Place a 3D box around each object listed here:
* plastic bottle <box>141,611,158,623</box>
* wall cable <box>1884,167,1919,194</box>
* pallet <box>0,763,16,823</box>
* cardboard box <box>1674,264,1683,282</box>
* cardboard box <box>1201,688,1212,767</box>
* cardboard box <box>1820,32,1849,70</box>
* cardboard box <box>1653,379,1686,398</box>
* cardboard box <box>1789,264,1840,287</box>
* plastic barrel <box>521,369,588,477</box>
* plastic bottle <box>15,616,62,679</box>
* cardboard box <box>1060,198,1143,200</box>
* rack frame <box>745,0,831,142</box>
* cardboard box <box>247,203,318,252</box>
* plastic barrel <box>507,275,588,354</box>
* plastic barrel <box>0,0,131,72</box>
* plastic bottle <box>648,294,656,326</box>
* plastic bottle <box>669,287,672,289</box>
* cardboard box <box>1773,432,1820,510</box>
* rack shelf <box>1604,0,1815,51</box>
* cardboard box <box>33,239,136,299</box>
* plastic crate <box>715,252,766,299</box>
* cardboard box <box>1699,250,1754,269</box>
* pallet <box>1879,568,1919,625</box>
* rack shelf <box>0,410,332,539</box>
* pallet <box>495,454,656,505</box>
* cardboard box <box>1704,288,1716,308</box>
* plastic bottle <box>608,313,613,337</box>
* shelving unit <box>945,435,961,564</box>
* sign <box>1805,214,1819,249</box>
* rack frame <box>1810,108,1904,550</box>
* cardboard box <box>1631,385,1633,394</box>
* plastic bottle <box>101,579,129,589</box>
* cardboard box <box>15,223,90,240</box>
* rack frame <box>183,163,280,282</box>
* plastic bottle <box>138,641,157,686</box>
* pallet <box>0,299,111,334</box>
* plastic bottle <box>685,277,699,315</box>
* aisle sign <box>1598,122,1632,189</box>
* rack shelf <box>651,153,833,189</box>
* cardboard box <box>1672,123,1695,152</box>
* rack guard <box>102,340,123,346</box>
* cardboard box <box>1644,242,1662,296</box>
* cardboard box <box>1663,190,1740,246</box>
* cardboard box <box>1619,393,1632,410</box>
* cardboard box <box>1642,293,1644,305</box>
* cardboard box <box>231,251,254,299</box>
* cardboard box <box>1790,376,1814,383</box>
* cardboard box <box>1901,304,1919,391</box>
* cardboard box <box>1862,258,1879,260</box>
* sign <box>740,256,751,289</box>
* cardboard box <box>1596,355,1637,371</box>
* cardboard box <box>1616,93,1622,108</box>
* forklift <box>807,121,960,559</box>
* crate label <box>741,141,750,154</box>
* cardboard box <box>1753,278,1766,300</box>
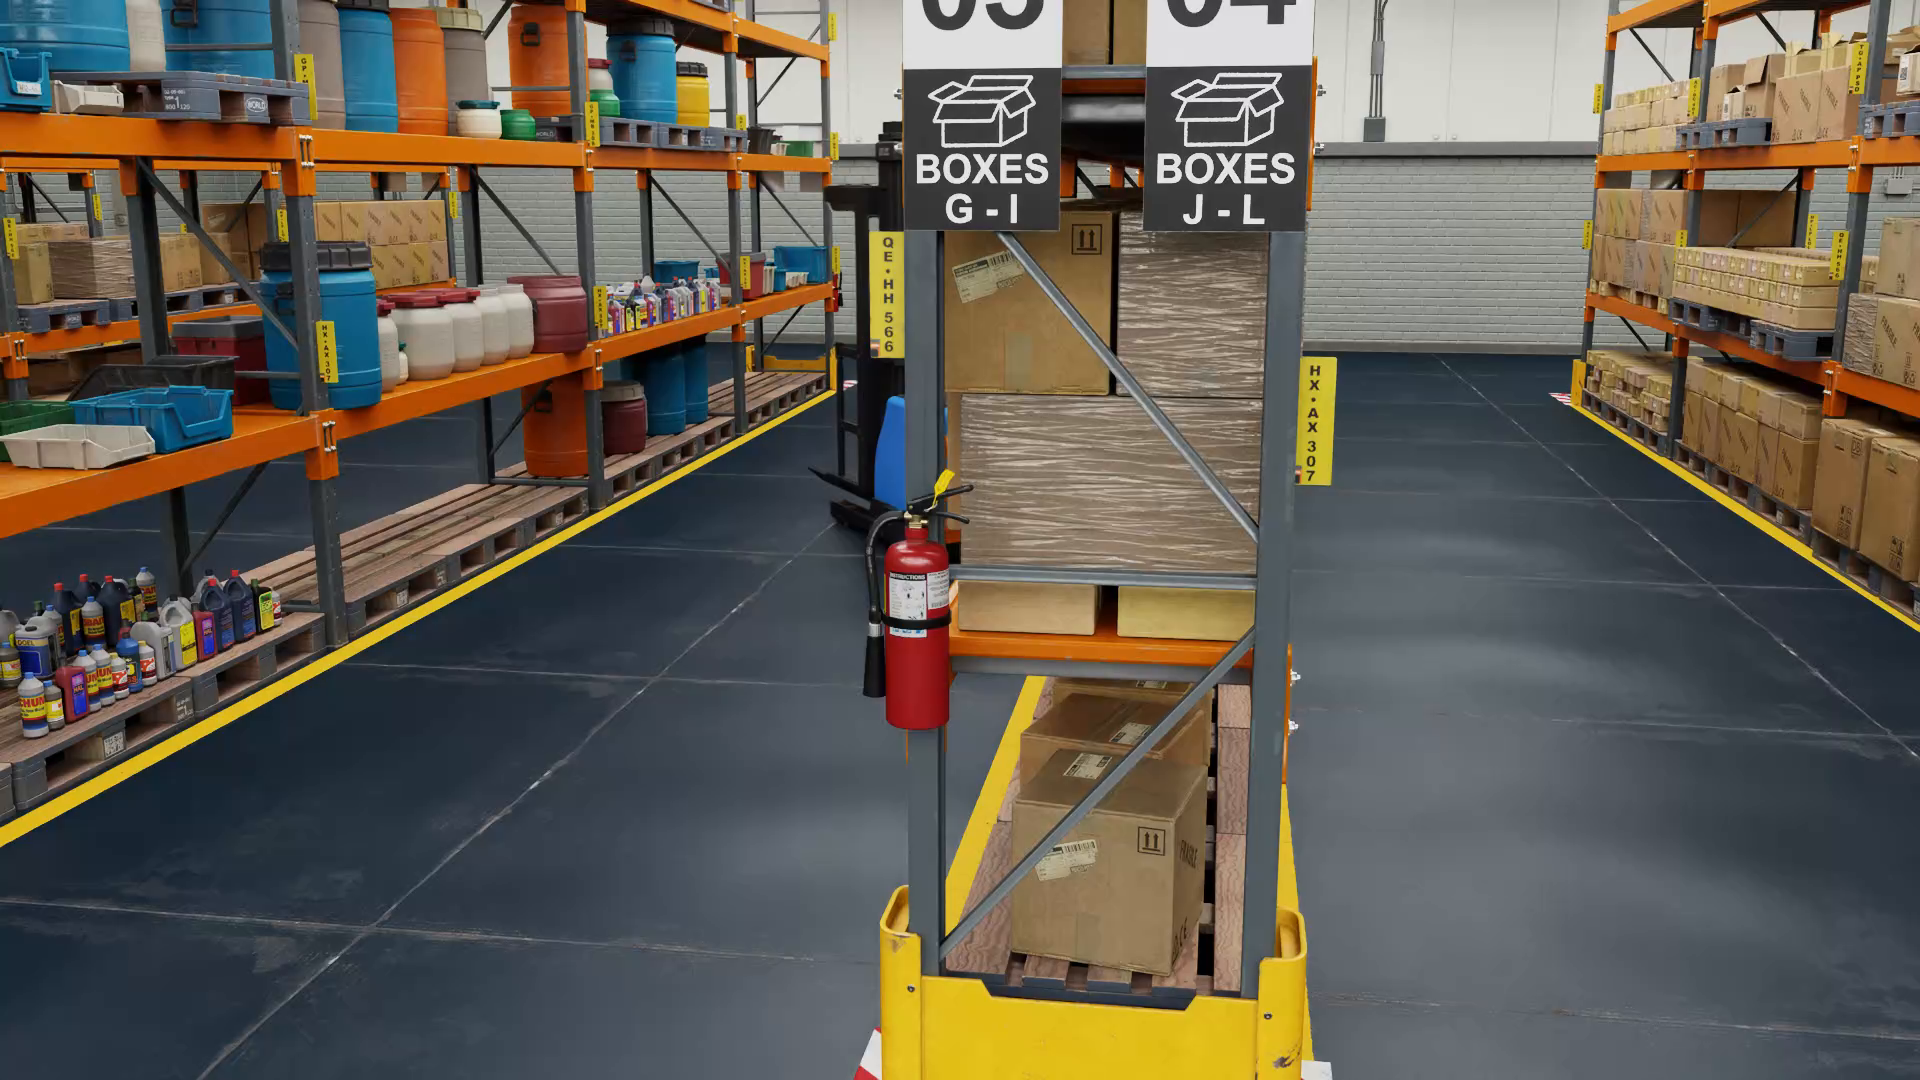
[{"bbox_3d":[-3.917,0.477,8.062,0.061,0.283,0.133,2,12,9],"label":"plastic bottle"},{"bbox_3d":[13.457,-4.591,23.691,0.585,1.953,0.123,2,12,9],"label":"wall cable"},{"bbox_3d":[-4.438,1.121,6.289,1.003,0.211,1.213,2,12,9],"label":"pallet"},{"bbox_3d":[6.576,-2.372,14.774,0.380,0.149,0.250,2,12,10],"label":"cardboard box"},{"bbox_3d":[0.776,0.622,6.923,0.500,0.500,0.500,1,12,4],"label":"cardboard box"},{"bbox_3d":[6.345,-3.468,11.791,0.396,0.266,0.258,2,12,9],"label":"cardboard box"},{"bbox_3d":[6.889,-1.451,15.963,0.380,0.149,0.250,2,12,9],"label":"cardboard box"},{"bbox_3d":[6.098,-1.869,11.732,0.380,0.149,0.250,1,12,6],"label":"cardboard box"},{"bbox_3d":[-3.245,-0.968,13.518,0.600,0.830,0.708,2,12,9],"label":"plastic barrel"},{"bbox_3d":[-4.397,0.510,7.927,0.152,0.276,0.135,2,12,9],"label":"plastic bottle"},{"bbox_3d":[0.655,-1.325,7.706,0.500,0.500,0.500,2,12,9],"label":"cardboard box"},{"bbox_3d":[-2.073,-6.319,19.954,1.000,3.000,0.127,2,12,9],"label":"rack frame"},{"bbox_3d":[-7.232,-3.341,17.767,0.500,0.500,0.500,2,12,10],"label":"cardboard box"},{"bbox_3d":[-3.076,-1.681,12.350,0.600,0.536,0.708,2,12,9],"label":"plastic barrel"},{"bbox_3d":[-4.178,-2.601,7.636,0.600,0.901,0.708,2,12,9],"label":"plastic barrel"},{"bbox_3d":[-2.695,-2.001,14.465,0.097,0.271,0.097,0,12,0],"label":"plastic bottle"},{"bbox_3d":[-2.689,-2.217,15.467,0.097,0.271,0.097,0,12,0],"label":"plastic bottle"},{"bbox_3d":[6.319,-0.507,12.164,0.500,0.500,0.500,2,12,8],"label":"cardboard box"},{"bbox_3d":[7.399,-5.207,16.510,1.077,0.370,4.000,2,12,9],"label":"rack shelf"},{"bbox_3d":[-7.883,-2.455,15.032,0.700,0.500,0.500,4,13,19],"label":"cardboard box"},{"bbox_3d":[-2.303,-2.792,17.534,0.402,0.464,0.583,2,12,9],"label":"plastic crate"},{"bbox_3d":[6.456,-2.354,13.984,0.380,0.149,0.250,2,12,8],"label":"cardboard box"},{"bbox_3d":[6.090,0.399,9.639,1.003,0.211,1.213,2,12,9],"label":"pallet"},{"bbox_3d":[-4.226,-0.120,7.139,1.077,0.370,4.000,2,12,9],"label":"rack shelf"},{"bbox_3d":[-3.223,-0.523,13.920,1.003,0.211,1.213,2,12,9],"label":"pallet"},{"bbox_3d":[6.418,-2.012,13.807,0.380,0.149,0.250,1,12,6],"label":"cardboard box"},{"bbox_3d":[-2.858,-1.747,13.451,0.097,0.201,0.097,0,12,0],"label":"plastic bottle"},{"bbox_3d":[-0.047,-0.288,10.840,0.252,1.050,0.215,-7,14,-31],"label":"shelving unit"},{"bbox_3d":[7.640,-2.760,14.932,0.100,0.325,0.005,2,12,9],"label":"sign"},{"bbox_3d":[6.476,-1.379,11.270,1.000,3.000,0.127,2,12,9],"label":"rack frame"},{"bbox_3d":[7.178,-1.569,17.220,0.380,0.149,0.250,2,12,11],"label":"cardboard box"},{"bbox_3d":[-4.424,0.349,8.677,0.152,0.276,0.135,2,12,11],"label":"plastic bottle"},{"bbox_3d":[-11.931,-3.747,21.550,0.980,0.700,0.700,2,12,11],"label":"cardboard box"},{"bbox_3d":[-7.582,-2.715,17.470,1.000,3.000,0.127,2,12,9],"label":"rack frame"},{"bbox_3d":[-3.832,0.574,7.806,0.097,0.201,0.097,0,12,0],"label":"plastic bottle"},{"bbox_3d":[-8.163,-1.932,14.292,1.213,0.211,1.003,2,12,9],"label":"pallet"},{"bbox_3d":[-2.535,-2.289,15.612,0.144,0.351,0.185,2,12,9],"label":"plastic bottle"},{"bbox_3d":[7.421,-4.340,18.840,0.394,0.787,0.004,2,12,9],"label":"aisle sign"},{"bbox_3d":[-2.381,-4.085,18.414,1.077,0.370,4.000,2,12,9],"label":"rack shelf"},{"bbox_3d":[6.900,-3.715,15.349,0.500,0.250,0.500,2,12,10],"label":"cardboard box"},{"bbox_3d":[-11.859,-2.490,22.362,1.175,0.500,0.348,2,12,9],"label":"rack guard"},{"bbox_3d":[6.967,-2.623,16.103,0.500,0.500,0.500,2,12,7],"label":"cardboard box"},{"bbox_3d":[6.896,-3.001,15.482,0.500,0.500,0.500,1,12,7],"label":"cardboard box"},{"bbox_3d":[7.085,-1.434,17.300,0.380,0.149,0.250,2,12,9],"label":"cardboard box"},{"bbox_3d":[7.104,-2.428,16.736,0.380,0.149,0.250,2,12,8],"label":"cardboard box"},{"bbox_3d":[-7.759,-2.876,17.981,0.500,0.500,0.500,2,12,10],"label":"cardboard box"},{"bbox_3d":[7.067,-1.181,13.510,0.500,0.250,0.500,1,12,6],"label":"cardboard box"},{"bbox_3d":[5.987,-1.132,9.888,0.500,0.500,0.500,2,12,9],"label":"cardboard box"},{"bbox_3d":[6.900,-2.060,12.621,0.380,0.149,0.250,2,12,11],"label":"cardboard box"},{"bbox_3d":[-2.145,-2.671,16.608,0.100,0.325,0.005,2,12,9],"label":"sign"},{"bbox_3d":[7.201,-1.939,18.228,0.380,0.149,0.250,2,12,8],"label":"cardboard box"},{"bbox_3d":[7.261,-4.710,17.830,0.380,0.149,0.250,2,12,9],"label":"cardboard box"},{"bbox_3d":[-0.333,-1.562,12.285,1.130,2.935,3.031,-5,13,-24],"label":"forklift"},{"bbox_3d":[-2.328,-3.983,16.863,0.293,0.136,0.466,2,12,9],"label":"crate label"},{"bbox_3d":[6.218,-1.887,12.521,0.380,0.149,0.250,2,12,9],"label":"cardboard box"}]
